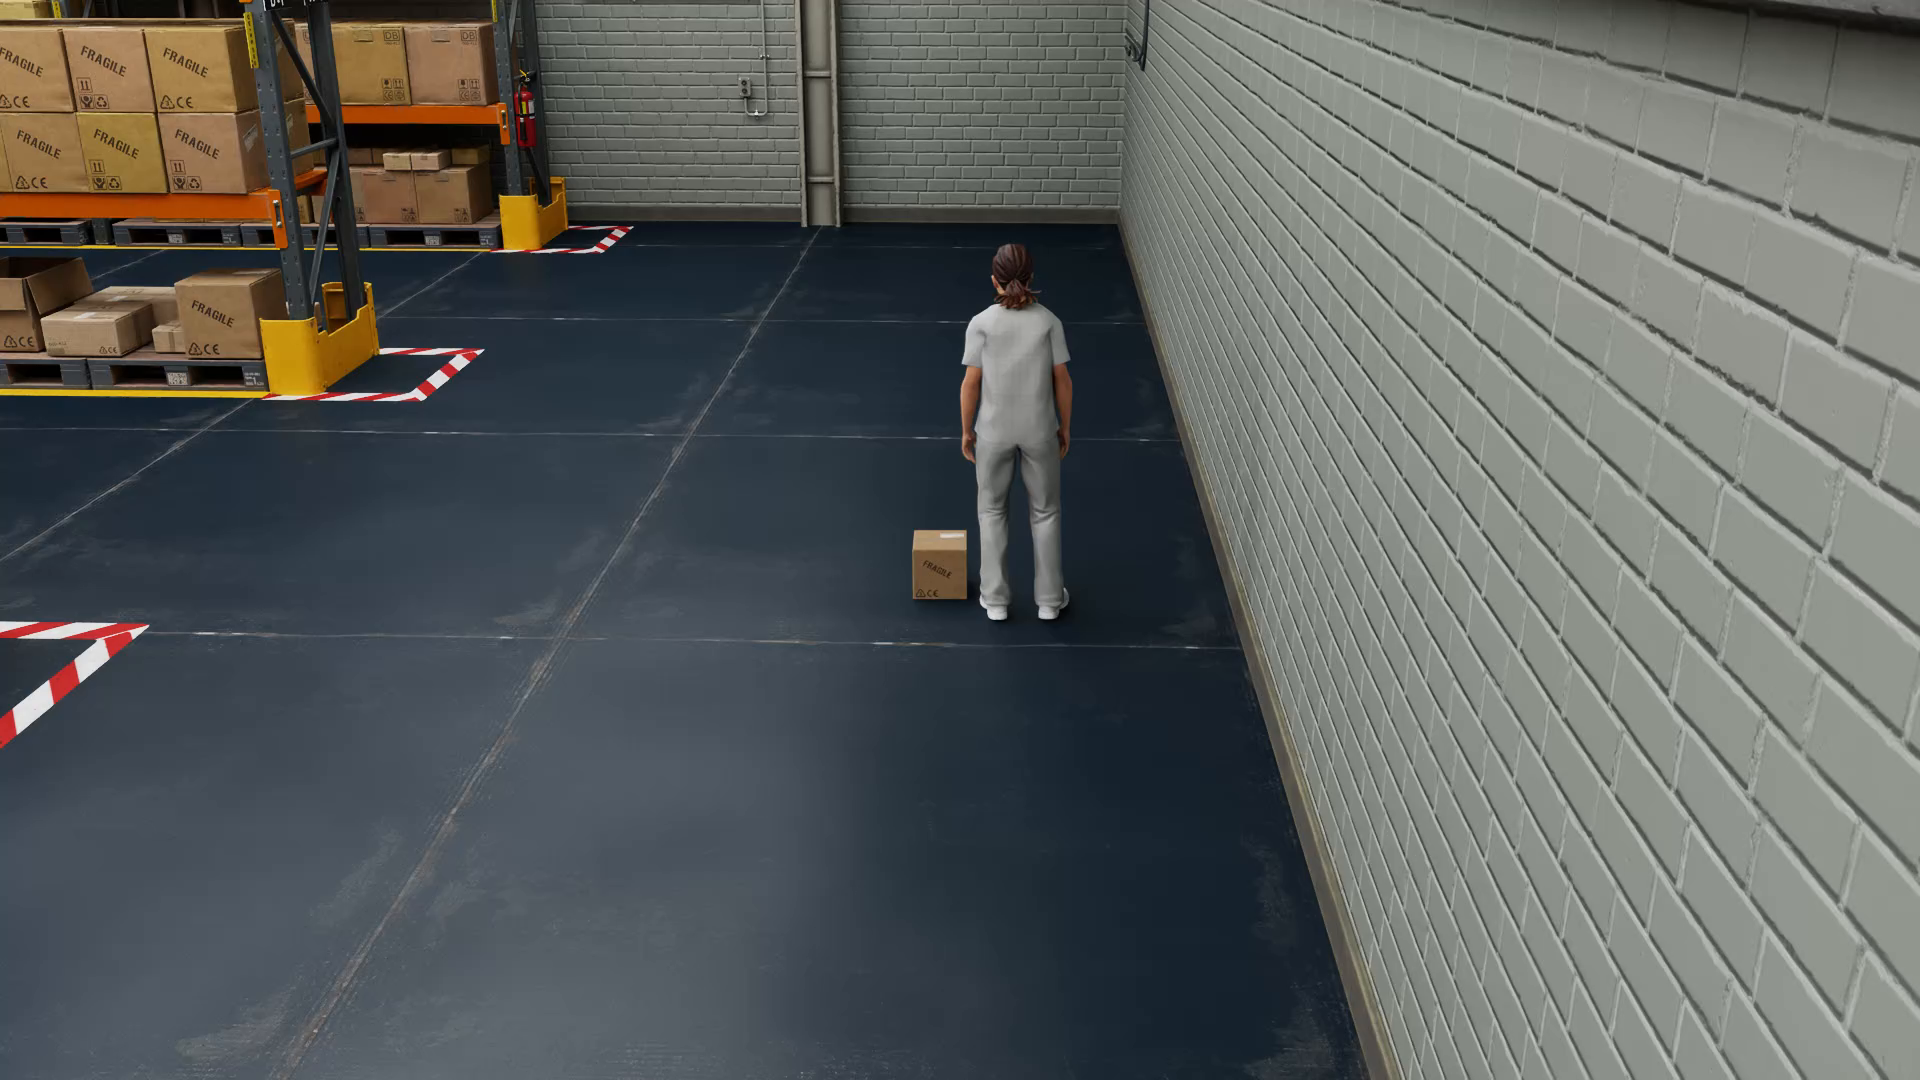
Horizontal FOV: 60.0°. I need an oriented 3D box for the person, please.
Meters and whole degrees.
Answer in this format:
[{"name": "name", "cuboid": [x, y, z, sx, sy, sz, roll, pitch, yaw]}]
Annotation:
[{"name": "person", "cuboid": [0.253, -0.457, 7.284, 0.507, 1.671, 0.358, -1, 21, -1]}]
